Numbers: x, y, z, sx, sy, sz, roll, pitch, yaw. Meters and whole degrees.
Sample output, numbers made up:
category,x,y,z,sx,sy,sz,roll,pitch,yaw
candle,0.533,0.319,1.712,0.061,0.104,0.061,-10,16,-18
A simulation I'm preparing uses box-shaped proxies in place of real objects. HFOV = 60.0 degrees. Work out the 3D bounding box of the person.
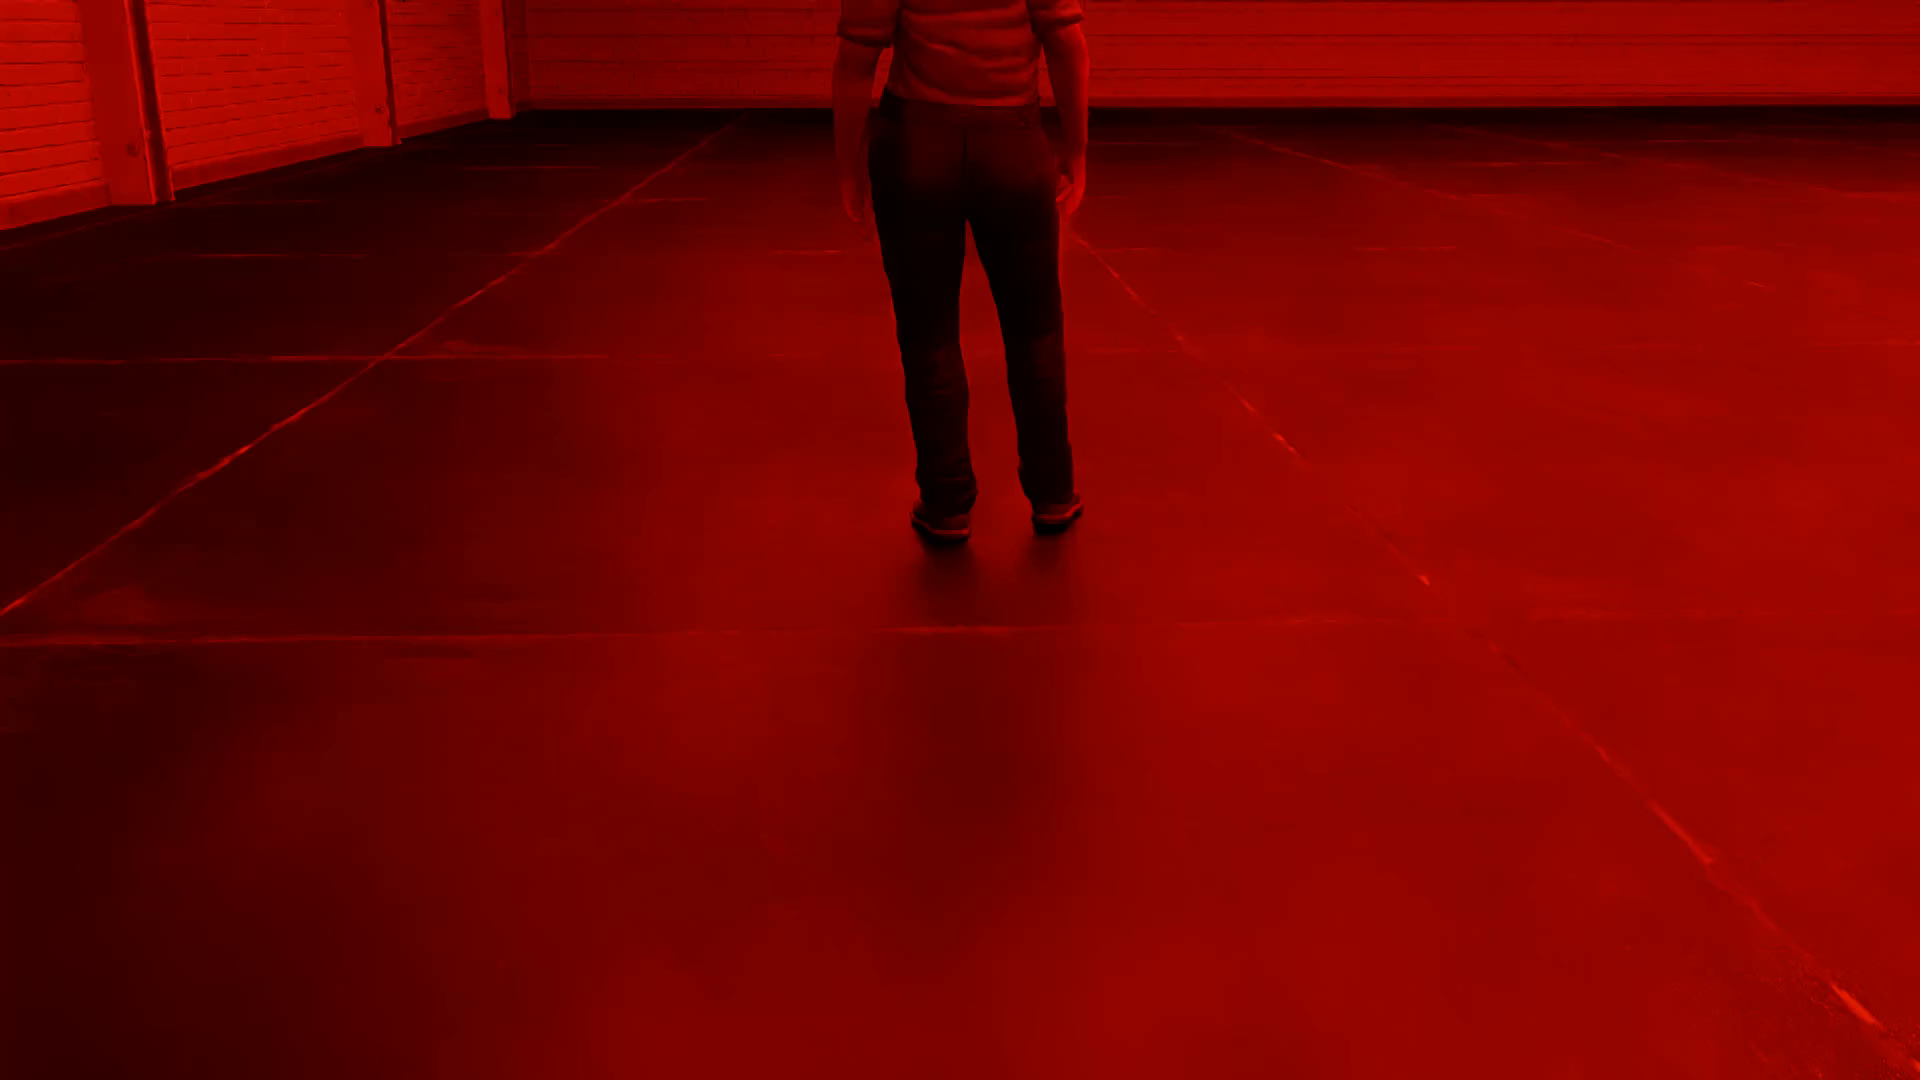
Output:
category,x,y,z,sx,sy,sz,roll,pitch,yaw
person,0.018,-0.821,3.762,0.599,1.650,0.502,-1,17,-3
